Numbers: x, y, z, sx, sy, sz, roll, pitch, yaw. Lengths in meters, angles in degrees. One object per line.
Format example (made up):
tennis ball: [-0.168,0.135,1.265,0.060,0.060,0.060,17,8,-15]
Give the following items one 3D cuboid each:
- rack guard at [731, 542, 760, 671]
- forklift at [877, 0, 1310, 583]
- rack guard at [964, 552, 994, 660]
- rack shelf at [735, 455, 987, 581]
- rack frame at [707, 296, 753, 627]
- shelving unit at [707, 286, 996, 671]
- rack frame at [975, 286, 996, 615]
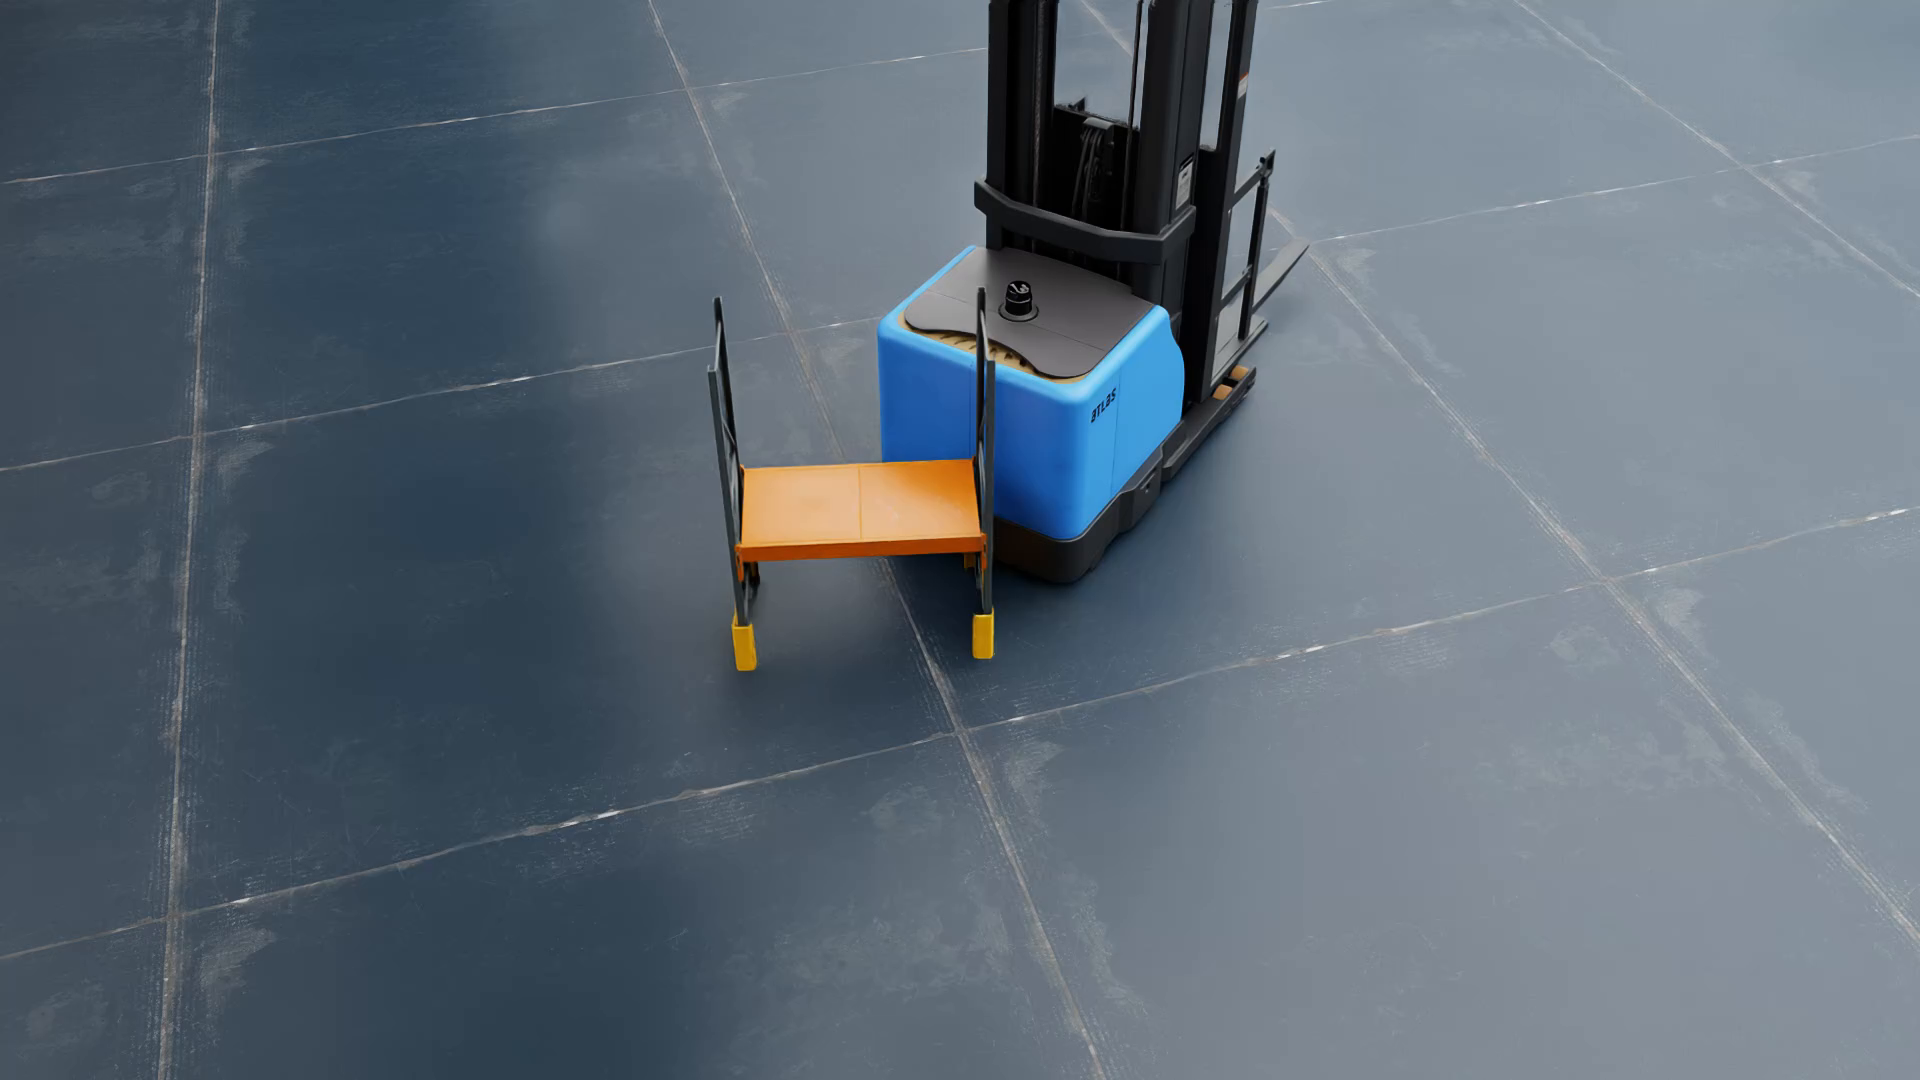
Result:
rack guard: [-0.915,0.262,7.110,0.087,0.250,0.587,-3,41,-3]
forklift: [0.839,-1.861,7.502,1.130,2.935,3.031,22,46,24]
rack guard: [0.079,0.217,7.161,0.087,0.250,0.587,-3,41,-3]
rack shelf: [-0.409,-0.096,6.843,1.000,0.185,0.538,-3,41,-3]
rack frame: [-0.916,-0.209,6.699,0.032,1.500,0.500,-3,41,-3]
shelving unit: [-0.418,-0.231,6.724,1.083,1.500,0.587,-3,41,-3]
rack frame: [0.099,-0.255,6.751,0.032,1.500,0.500,-3,41,-3]
